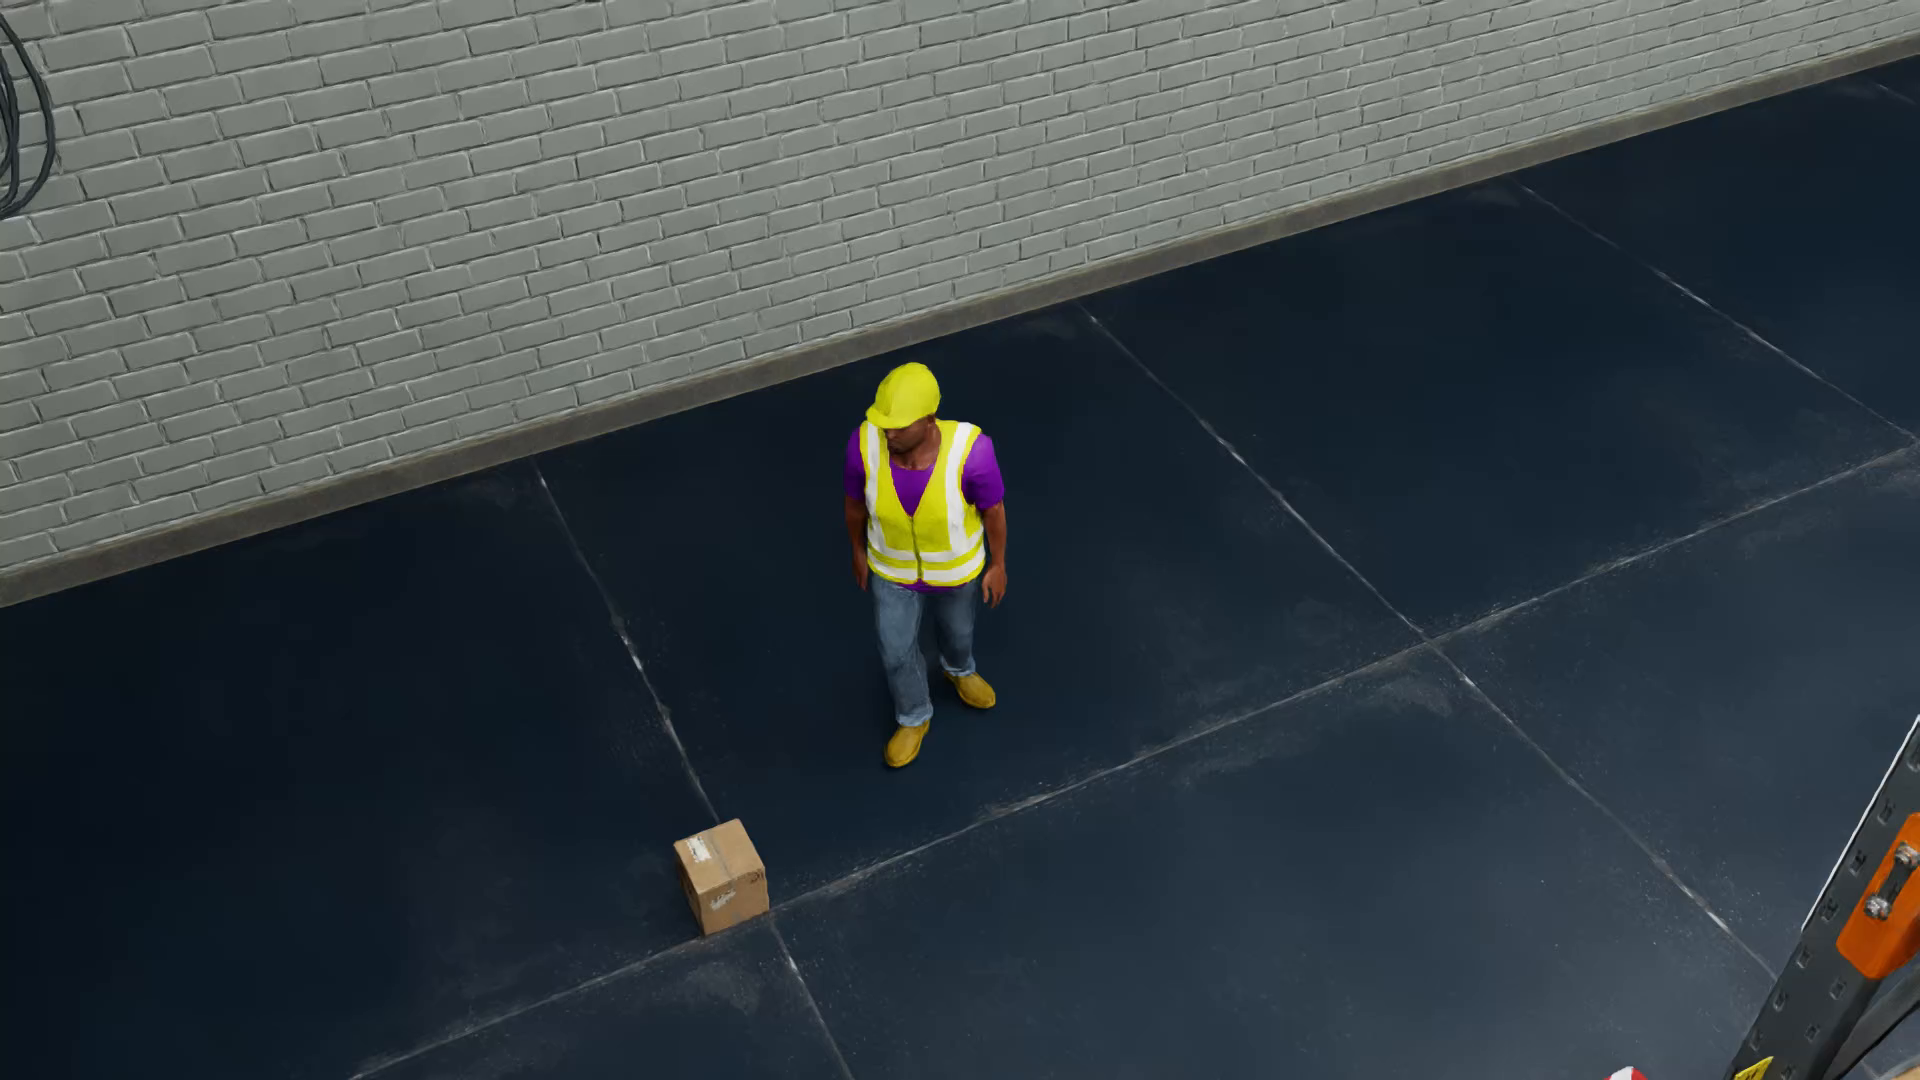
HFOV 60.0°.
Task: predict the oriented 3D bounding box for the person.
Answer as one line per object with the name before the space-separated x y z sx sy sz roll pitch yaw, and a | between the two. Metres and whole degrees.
person | -0.121 0.055 6.082 0.600 1.755 0.580 4 41 5
